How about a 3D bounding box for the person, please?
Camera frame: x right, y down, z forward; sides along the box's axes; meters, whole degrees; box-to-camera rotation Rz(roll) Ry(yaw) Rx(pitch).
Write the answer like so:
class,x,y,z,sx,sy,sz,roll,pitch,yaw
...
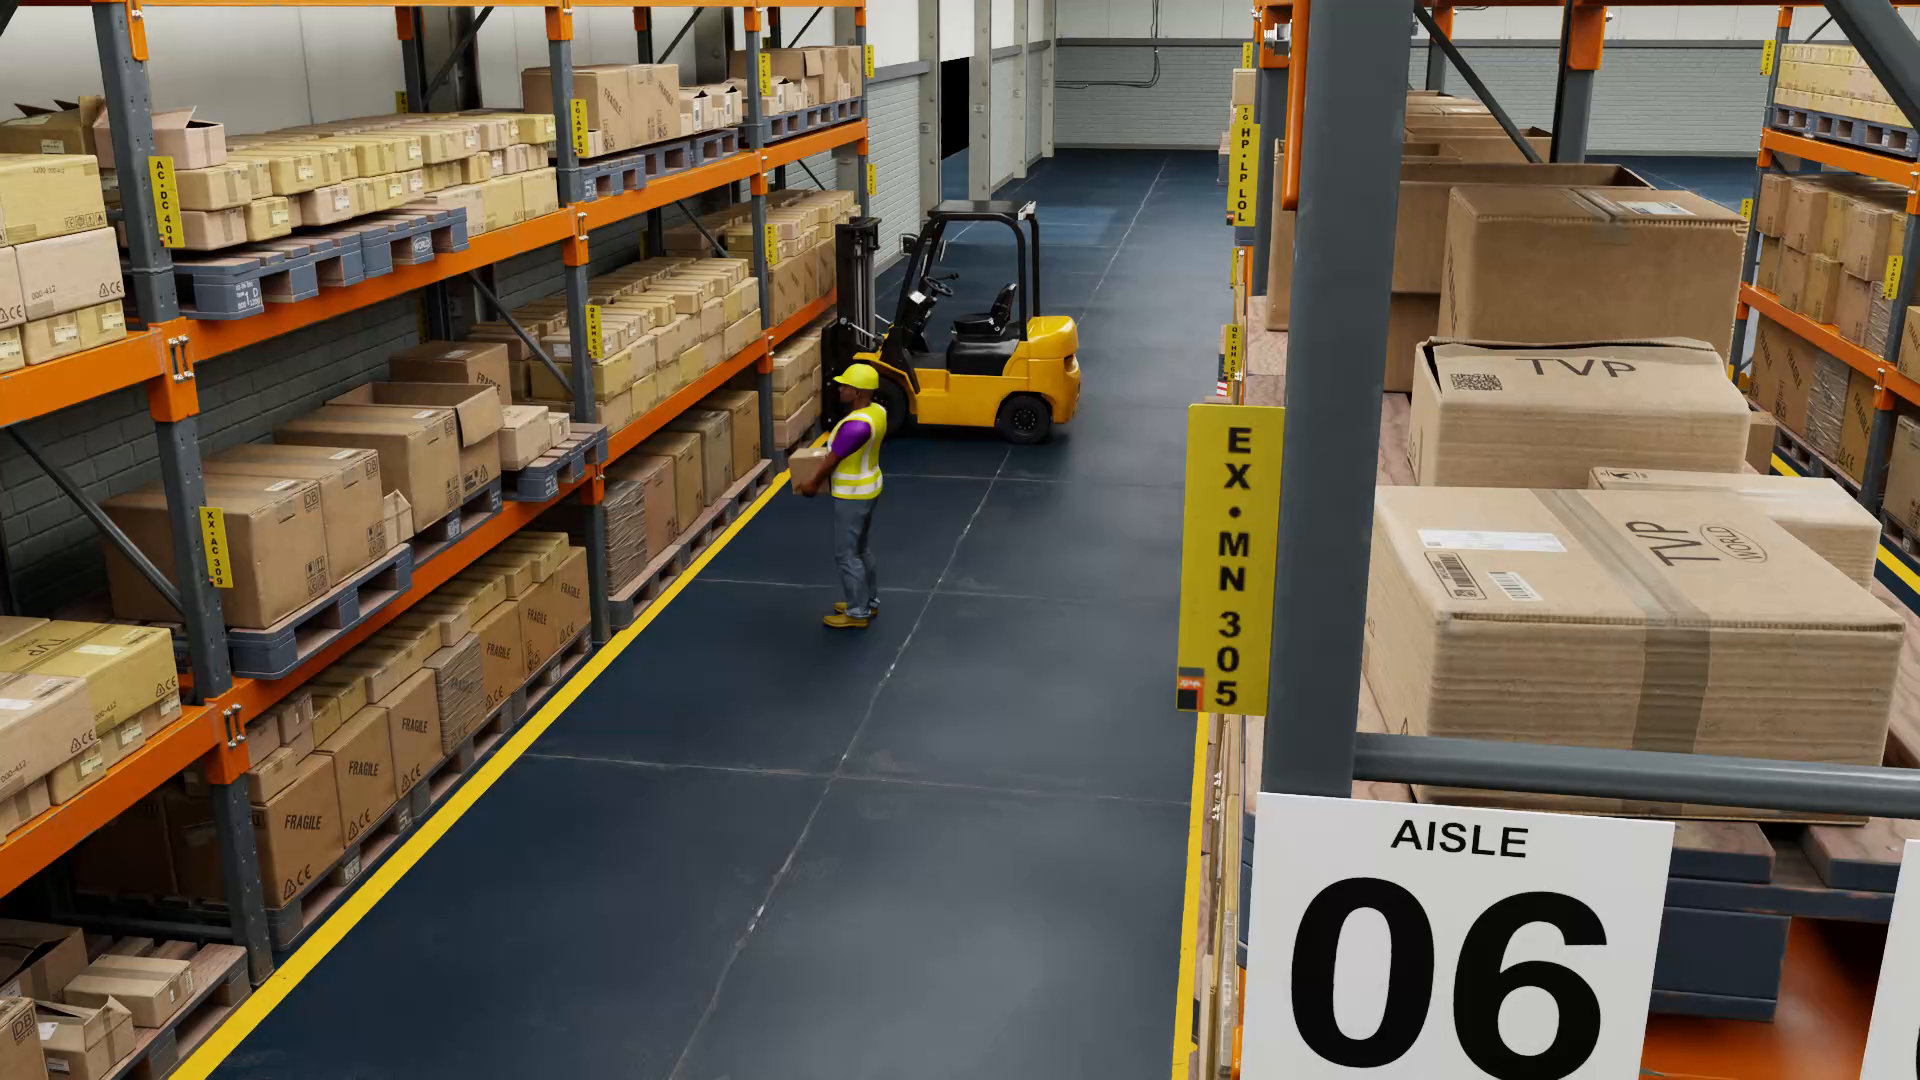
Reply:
class,x,y,z,sx,sy,sz,roll,pitch,yaw
person,-0.785,-0.301,10.962,0.574,1.760,0.504,3,18,10
